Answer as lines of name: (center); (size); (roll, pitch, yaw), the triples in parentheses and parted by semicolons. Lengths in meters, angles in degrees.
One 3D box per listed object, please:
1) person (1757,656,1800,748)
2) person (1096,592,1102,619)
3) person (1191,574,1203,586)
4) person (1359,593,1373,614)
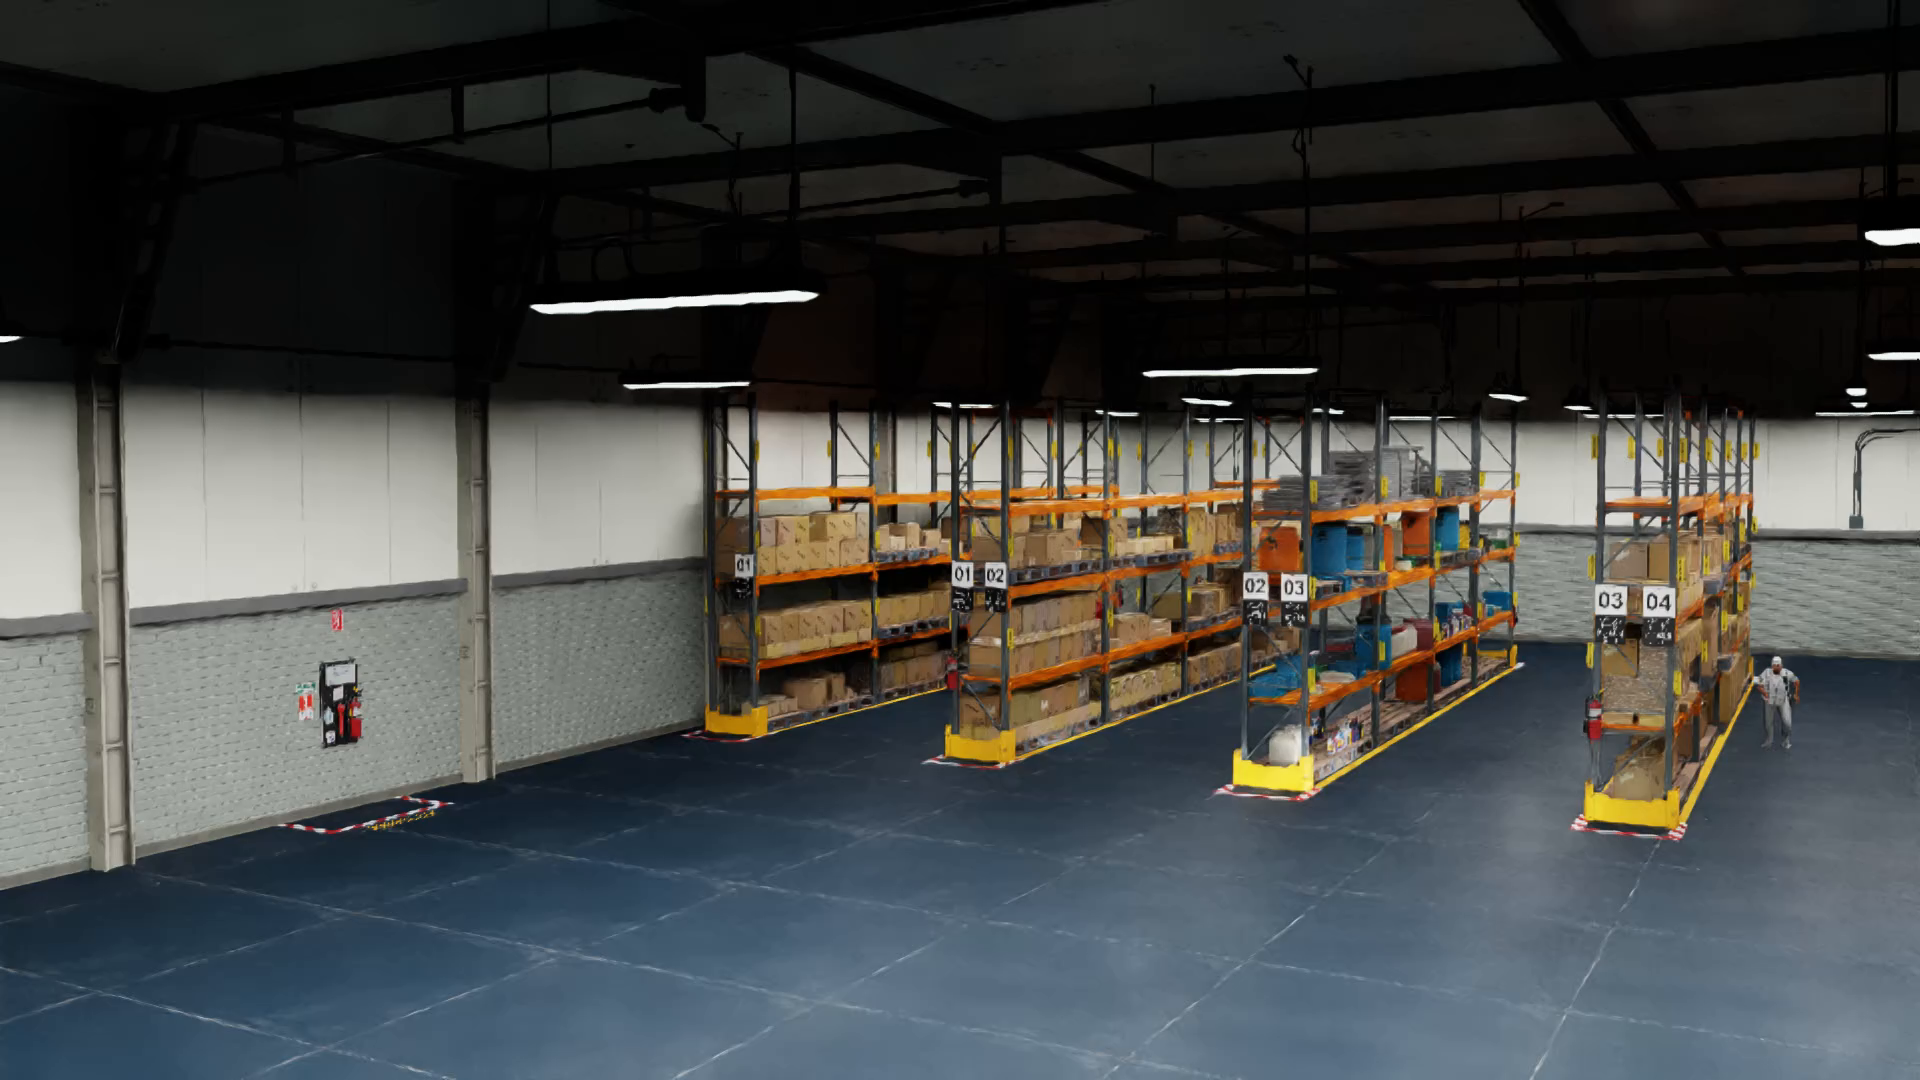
person: (13.643, 2.716, 27.754); (0.610, 1.588, 0.780); (2, 4, 34)
person: (3.196, 2.032, 39.339); (0.547, 1.641, 1.115); (2, 3, 27)
person: (6.348, 1.746, 45.141); (0.646, 1.655, 0.461); (-1, 3, -20)
person: (10.833, 1.764, 43.937); (0.604, 1.724, 1.111); (2, 3, 28)
